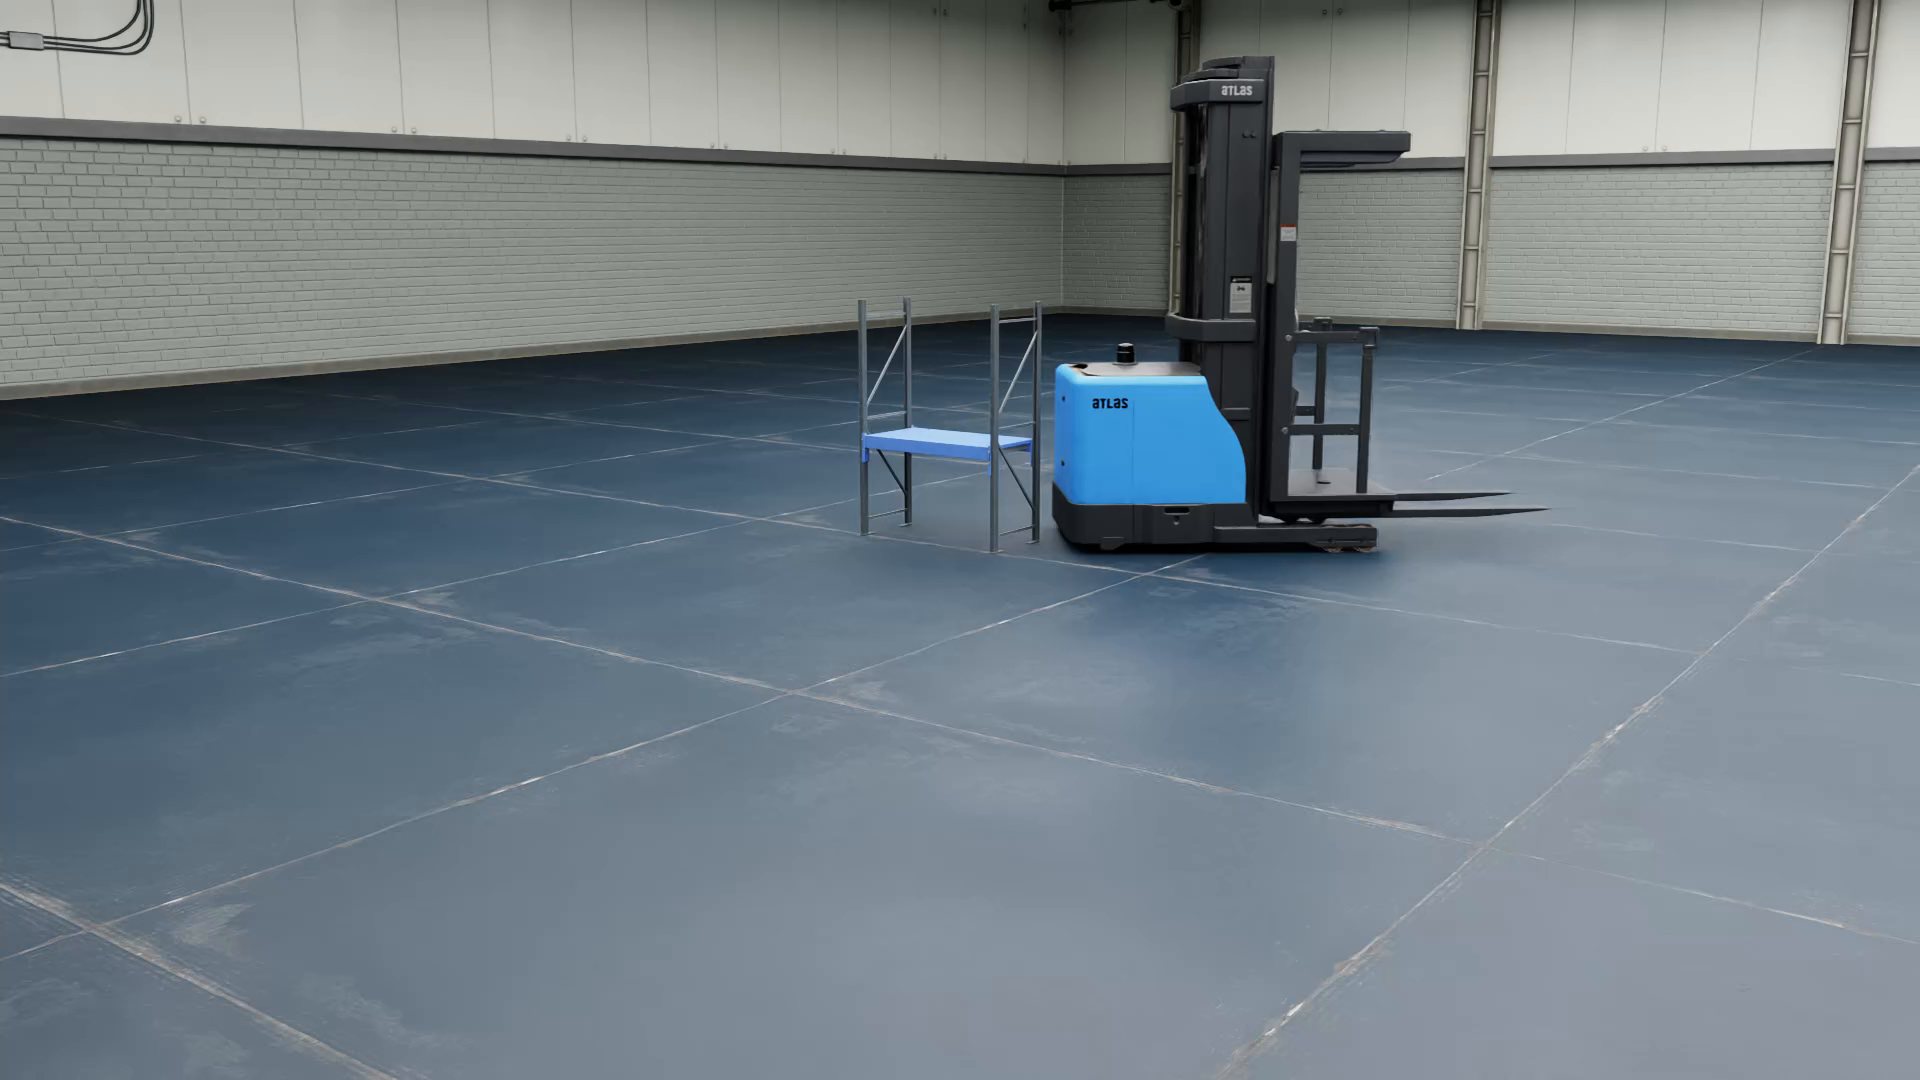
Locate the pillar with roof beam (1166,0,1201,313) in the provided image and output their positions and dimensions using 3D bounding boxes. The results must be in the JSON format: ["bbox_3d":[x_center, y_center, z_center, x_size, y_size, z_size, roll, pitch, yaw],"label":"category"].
[{"bbox_3d":[1.970,-8.307,29.779,0.548,9.000,9.100,8,13,36],"label":"pillar with roof beam"}]

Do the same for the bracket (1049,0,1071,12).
[{"bbox_3d":[2.063,-10.992,34.181,0.430,0.232,0.235,8,13,36],"label":"bracket"}]

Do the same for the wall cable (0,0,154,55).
[{"bbox_3d":[-10.087,-7.799,18.197,0.169,6.003,2.305,8,13,36],"label":"wall cable"}]

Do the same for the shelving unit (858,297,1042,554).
[{"bbox_3d":[-0.069,-0.746,10.437,1.048,1.500,0.538,8,13,36],"label":"shelving unit"}]

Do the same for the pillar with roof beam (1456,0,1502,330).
[{"bbox_3d":[6.806,-7.633,26.292,0.400,9.000,9.100,8,13,36],"label":"pillar with roof beam"}]

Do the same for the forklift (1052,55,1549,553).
[{"bbox_3d":[2.144,-1.461,10.365,3.031,2.935,1.130,-1,11,-4],"label":"forklift"}]

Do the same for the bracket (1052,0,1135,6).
[{"bbox_3d":[2.539,-10.926,33.838,3.189,0.066,0.076,8,13,36],"label":"bracket"}]

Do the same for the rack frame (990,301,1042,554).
[{"bbox_3d":[0.341,-0.689,10.141,0.032,1.500,0.500,8,13,36],"label":"rack frame"}]

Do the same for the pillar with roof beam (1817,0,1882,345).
[{"bbox_3d":[11.642,-6.958,22.805,0.400,9.000,9.100,8,13,36],"label":"pillar with roof beam"}]

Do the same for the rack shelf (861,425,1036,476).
[{"bbox_3d":[-0.069,-0.569,10.471,1.000,0.185,0.538,8,13,36],"label":"rack shelf"}]

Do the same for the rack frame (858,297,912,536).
[{"bbox_3d":[-0.478,-0.803,10.732,0.032,1.500,0.500,8,13,36],"label":"rack frame"}]

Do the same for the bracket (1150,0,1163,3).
[{"bbox_3d":[3.973,-10.726,32.804,0.430,0.232,0.235,8,13,36],"label":"bracket"}]
